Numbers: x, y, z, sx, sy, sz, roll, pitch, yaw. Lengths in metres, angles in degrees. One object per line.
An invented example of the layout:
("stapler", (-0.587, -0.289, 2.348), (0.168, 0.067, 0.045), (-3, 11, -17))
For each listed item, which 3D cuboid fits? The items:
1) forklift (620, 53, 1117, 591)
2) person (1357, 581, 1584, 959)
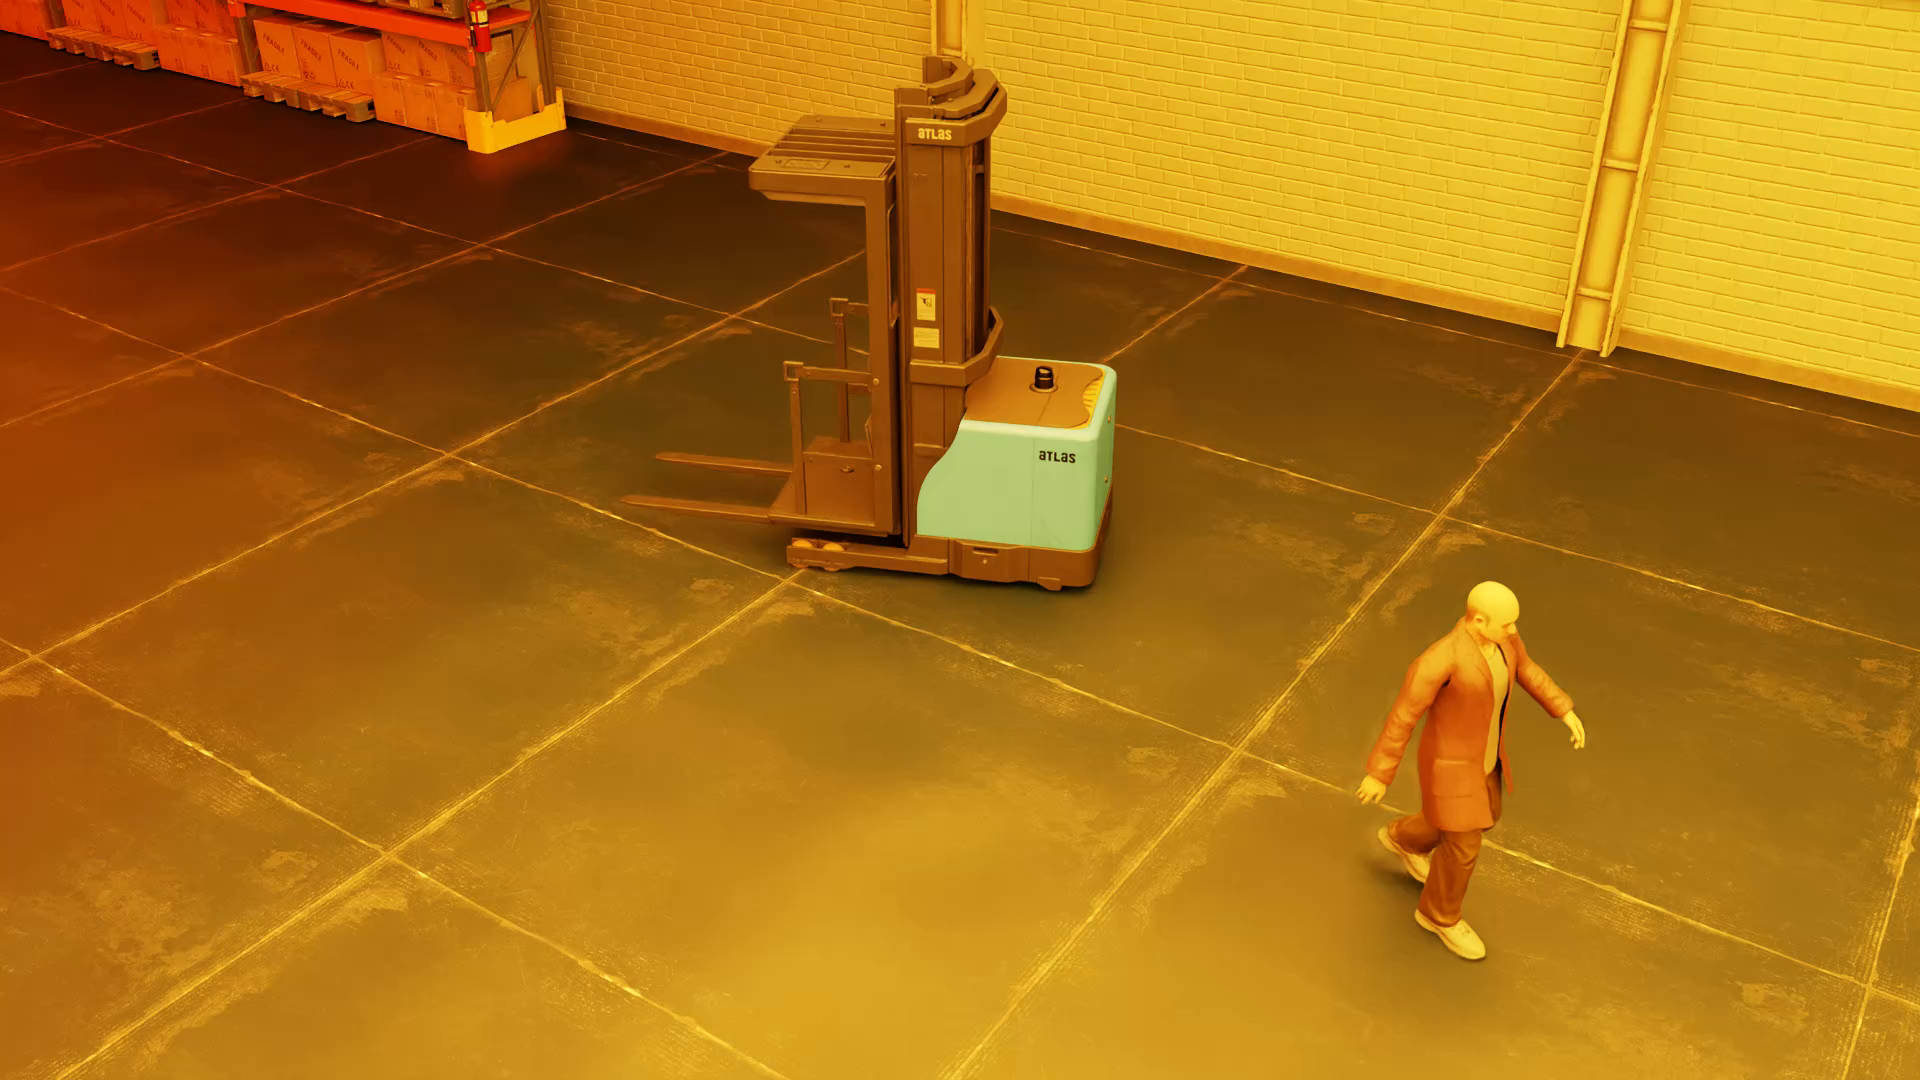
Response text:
("forklift", (-0.596, -1.330, 9.871), (3.031, 2.935, 1.130), (6, 31, 10))
("person", (2.143, 0.932, 7.147), (0.906, 1.760, 0.738), (-27, 39, -38))
